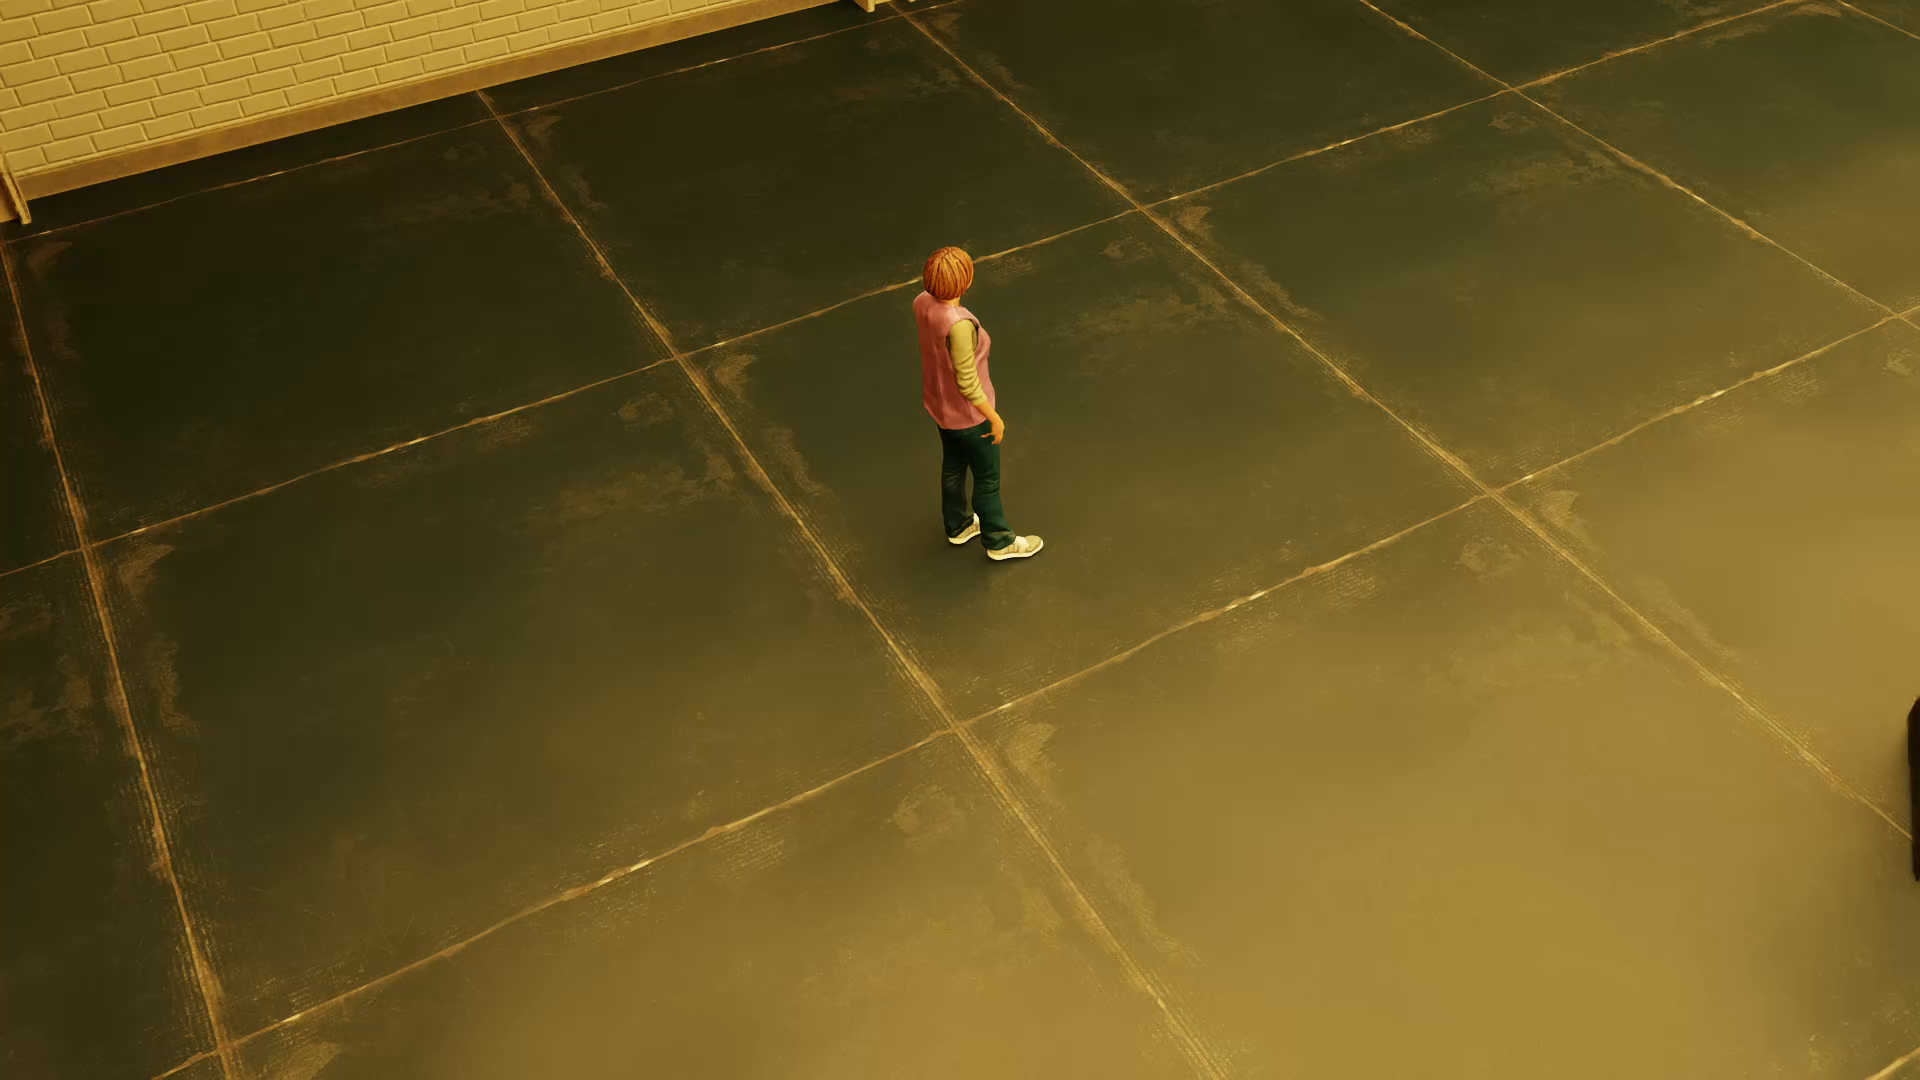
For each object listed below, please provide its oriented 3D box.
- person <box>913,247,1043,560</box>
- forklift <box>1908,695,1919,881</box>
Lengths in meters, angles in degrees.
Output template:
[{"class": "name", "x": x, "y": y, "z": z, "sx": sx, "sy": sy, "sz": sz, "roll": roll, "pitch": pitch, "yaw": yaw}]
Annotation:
[{"class": "person", "x": 0.071, "y": -0.607, "z": 7.323, "sx": 0.476, "sy": 1.597, "sz": 0.520, "roll": -21, "pitch": 47, "yaw": -21}, {"class": "forklift", "x": 5.230, "y": 0.351, "z": 5.319, "sx": 3.031, "sy": 2.935, "sz": 1.130, "roll": 14, "pitch": 45, "yaw": 15}]
